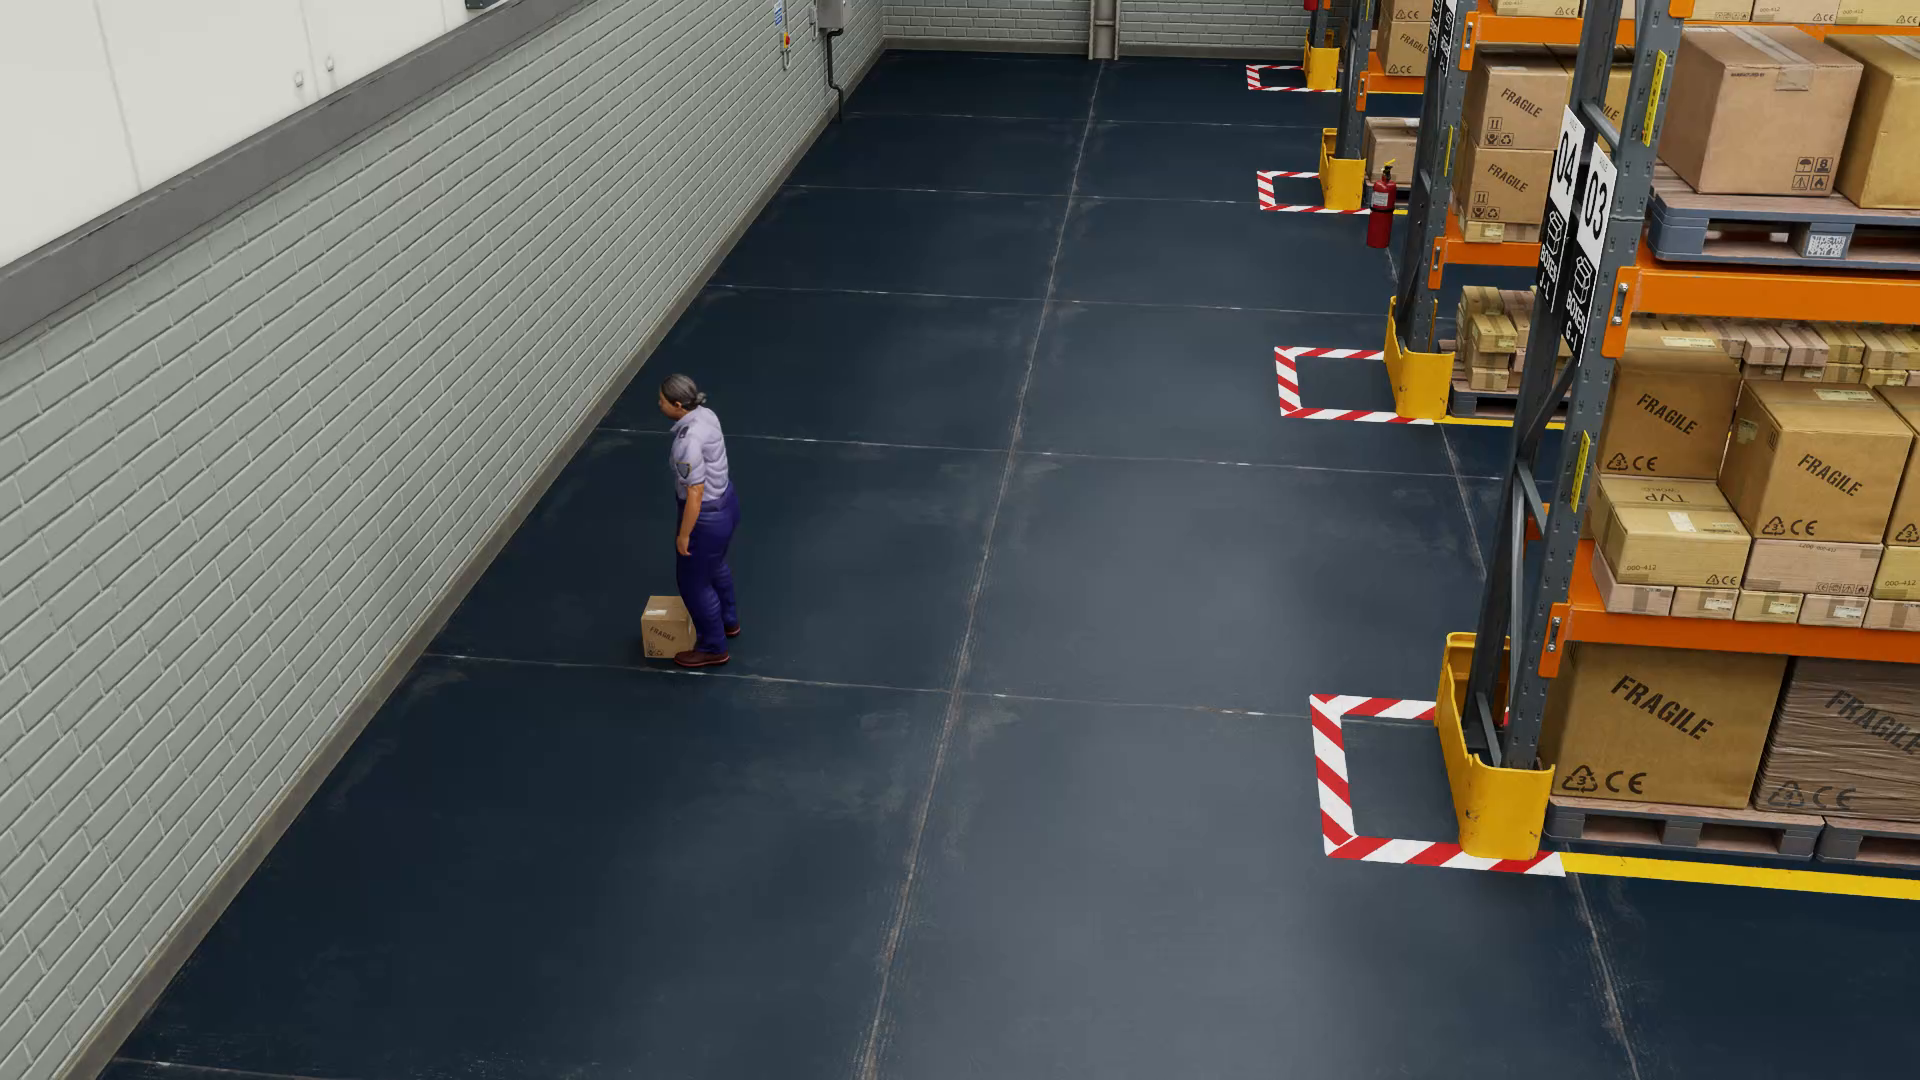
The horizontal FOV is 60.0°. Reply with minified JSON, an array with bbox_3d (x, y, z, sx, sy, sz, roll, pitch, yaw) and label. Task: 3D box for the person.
[{"bbox_3d":[-1.371,-0.123,8.856,0.371,1.652,0.538,4,29,7],"label":"person"}]
